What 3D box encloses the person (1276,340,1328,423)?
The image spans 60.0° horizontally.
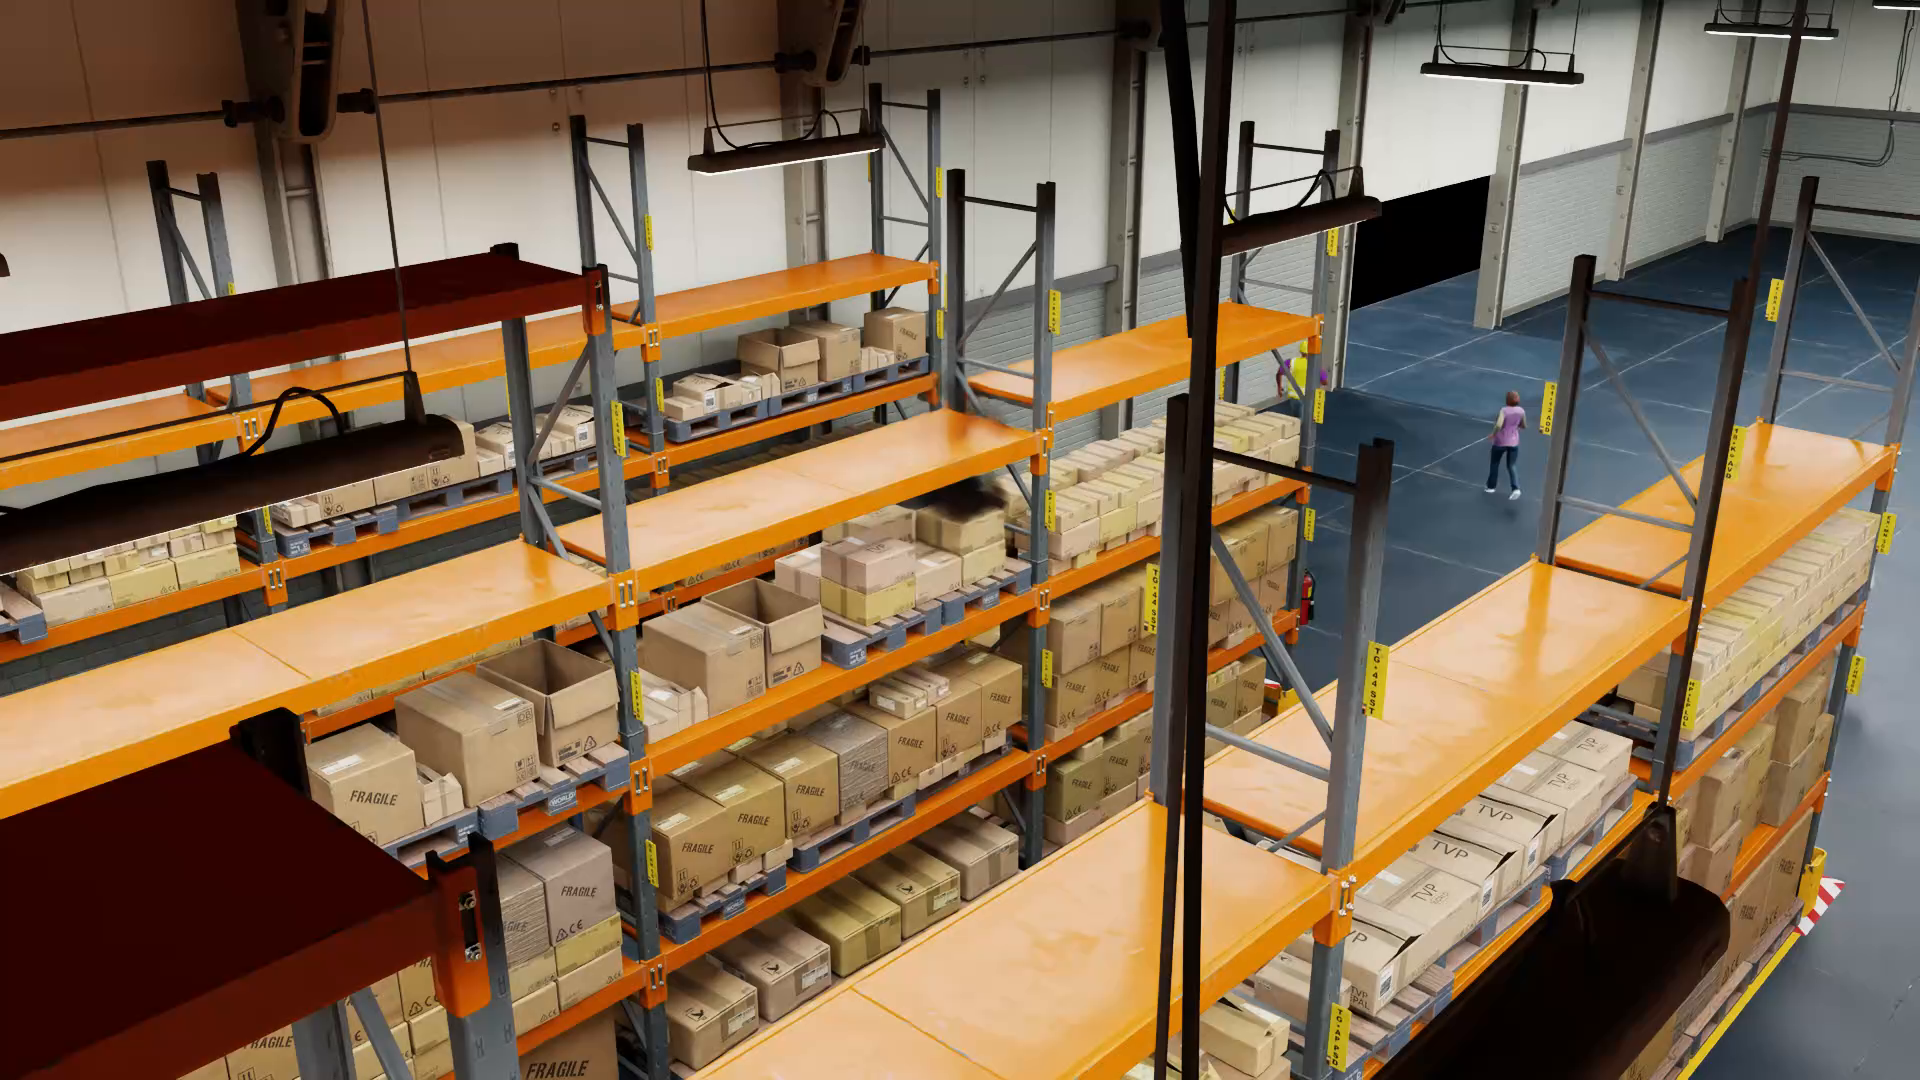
[{"bbox_3d":[5.127,-2.097,24.956,0.703,1.820,0.833,12,24,29],"label":"person"}]

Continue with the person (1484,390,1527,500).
[{"bbox_3d":[7.614,-1.317,23.176,0.539,1.569,0.895,-2,21,-4],"label":"person"}]

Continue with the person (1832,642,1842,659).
[{"bbox_3d":[9.295,0.756,17.782,0.667,1.666,0.633,-1,21,-2],"label":"person"}]
